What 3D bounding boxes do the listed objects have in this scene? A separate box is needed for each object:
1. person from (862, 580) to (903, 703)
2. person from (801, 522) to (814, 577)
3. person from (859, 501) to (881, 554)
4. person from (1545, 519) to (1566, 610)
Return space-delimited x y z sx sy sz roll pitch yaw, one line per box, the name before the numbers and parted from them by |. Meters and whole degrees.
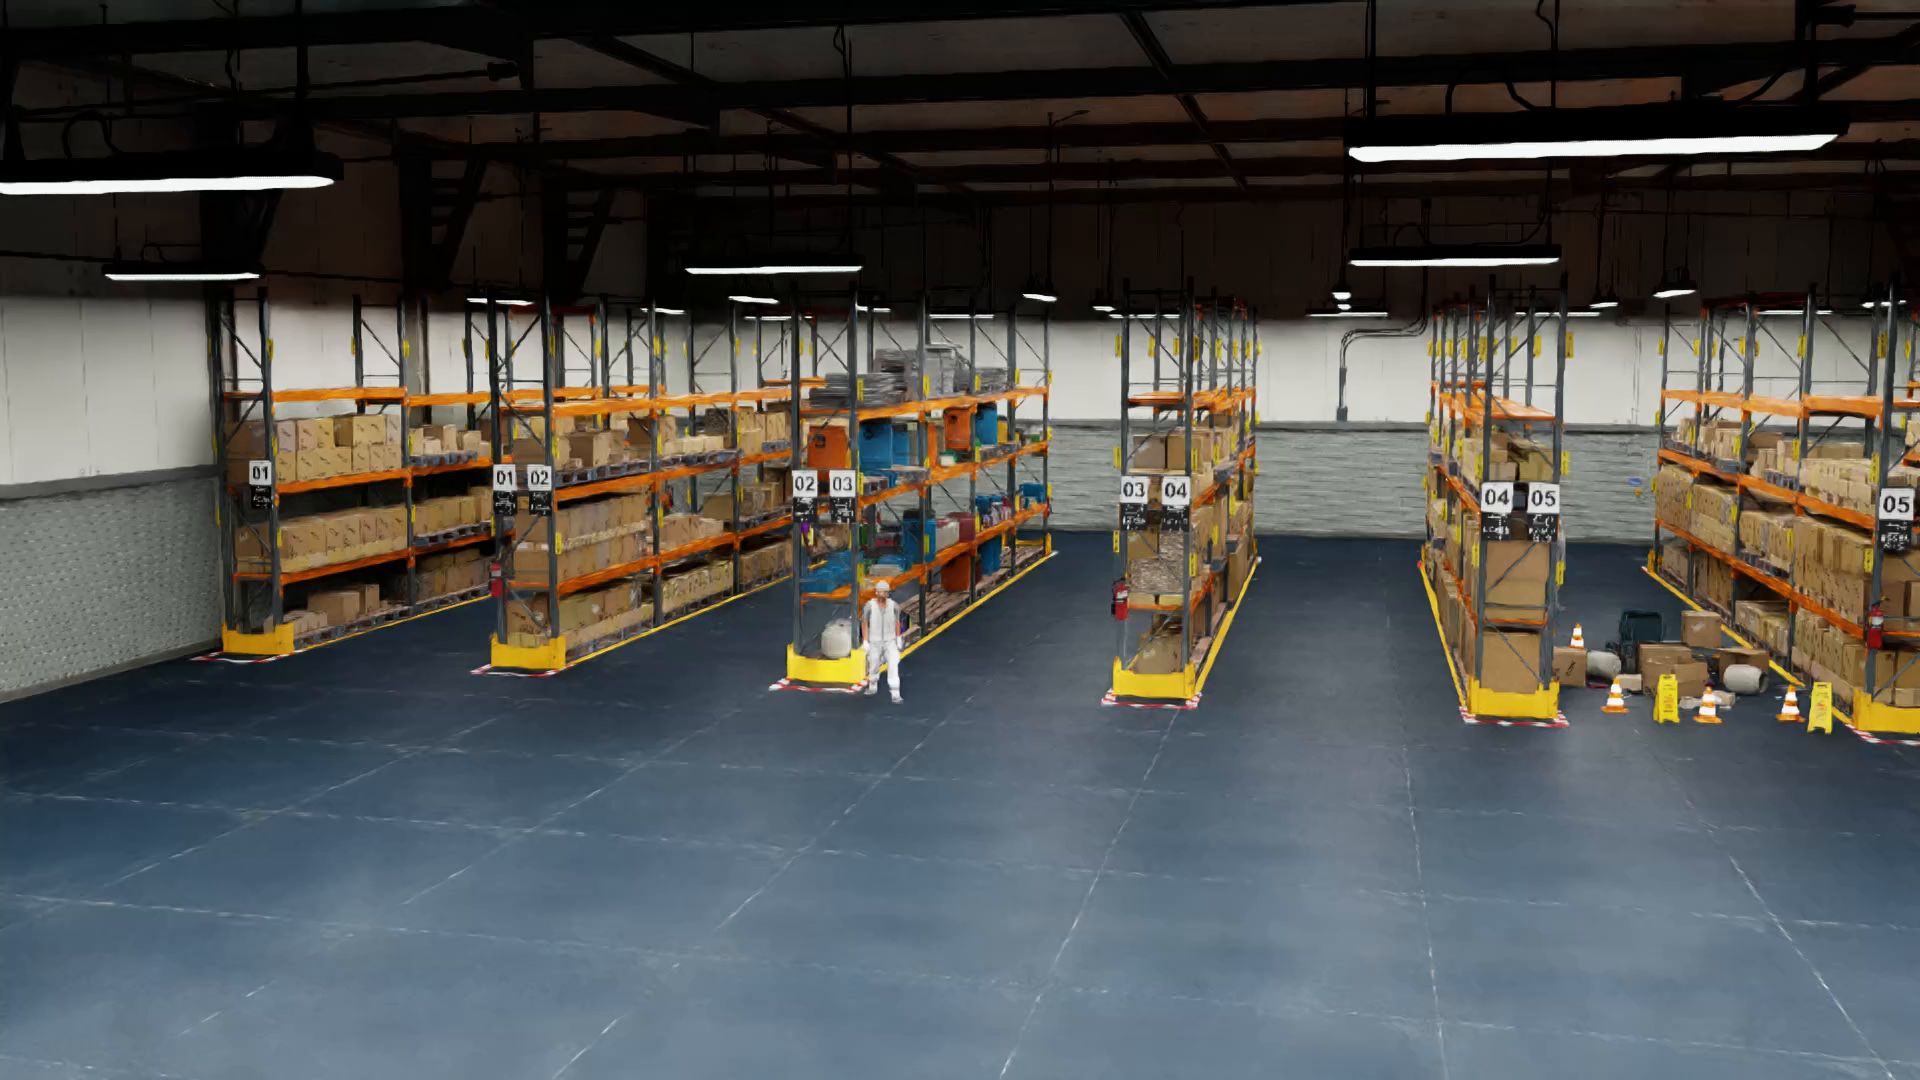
person | -1.102 1.430 23.686 0.596 1.746 0.969 -1 7 -9
person | -3.213 0.102 34.883 0.397 1.767 0.663 -1 7 -11
person | -2.143 -0.394 39.478 0.550 1.709 1.128 1 7 11
person | 11.473 0.433 32.016 0.447 1.780 0.586 -2 7 -18
